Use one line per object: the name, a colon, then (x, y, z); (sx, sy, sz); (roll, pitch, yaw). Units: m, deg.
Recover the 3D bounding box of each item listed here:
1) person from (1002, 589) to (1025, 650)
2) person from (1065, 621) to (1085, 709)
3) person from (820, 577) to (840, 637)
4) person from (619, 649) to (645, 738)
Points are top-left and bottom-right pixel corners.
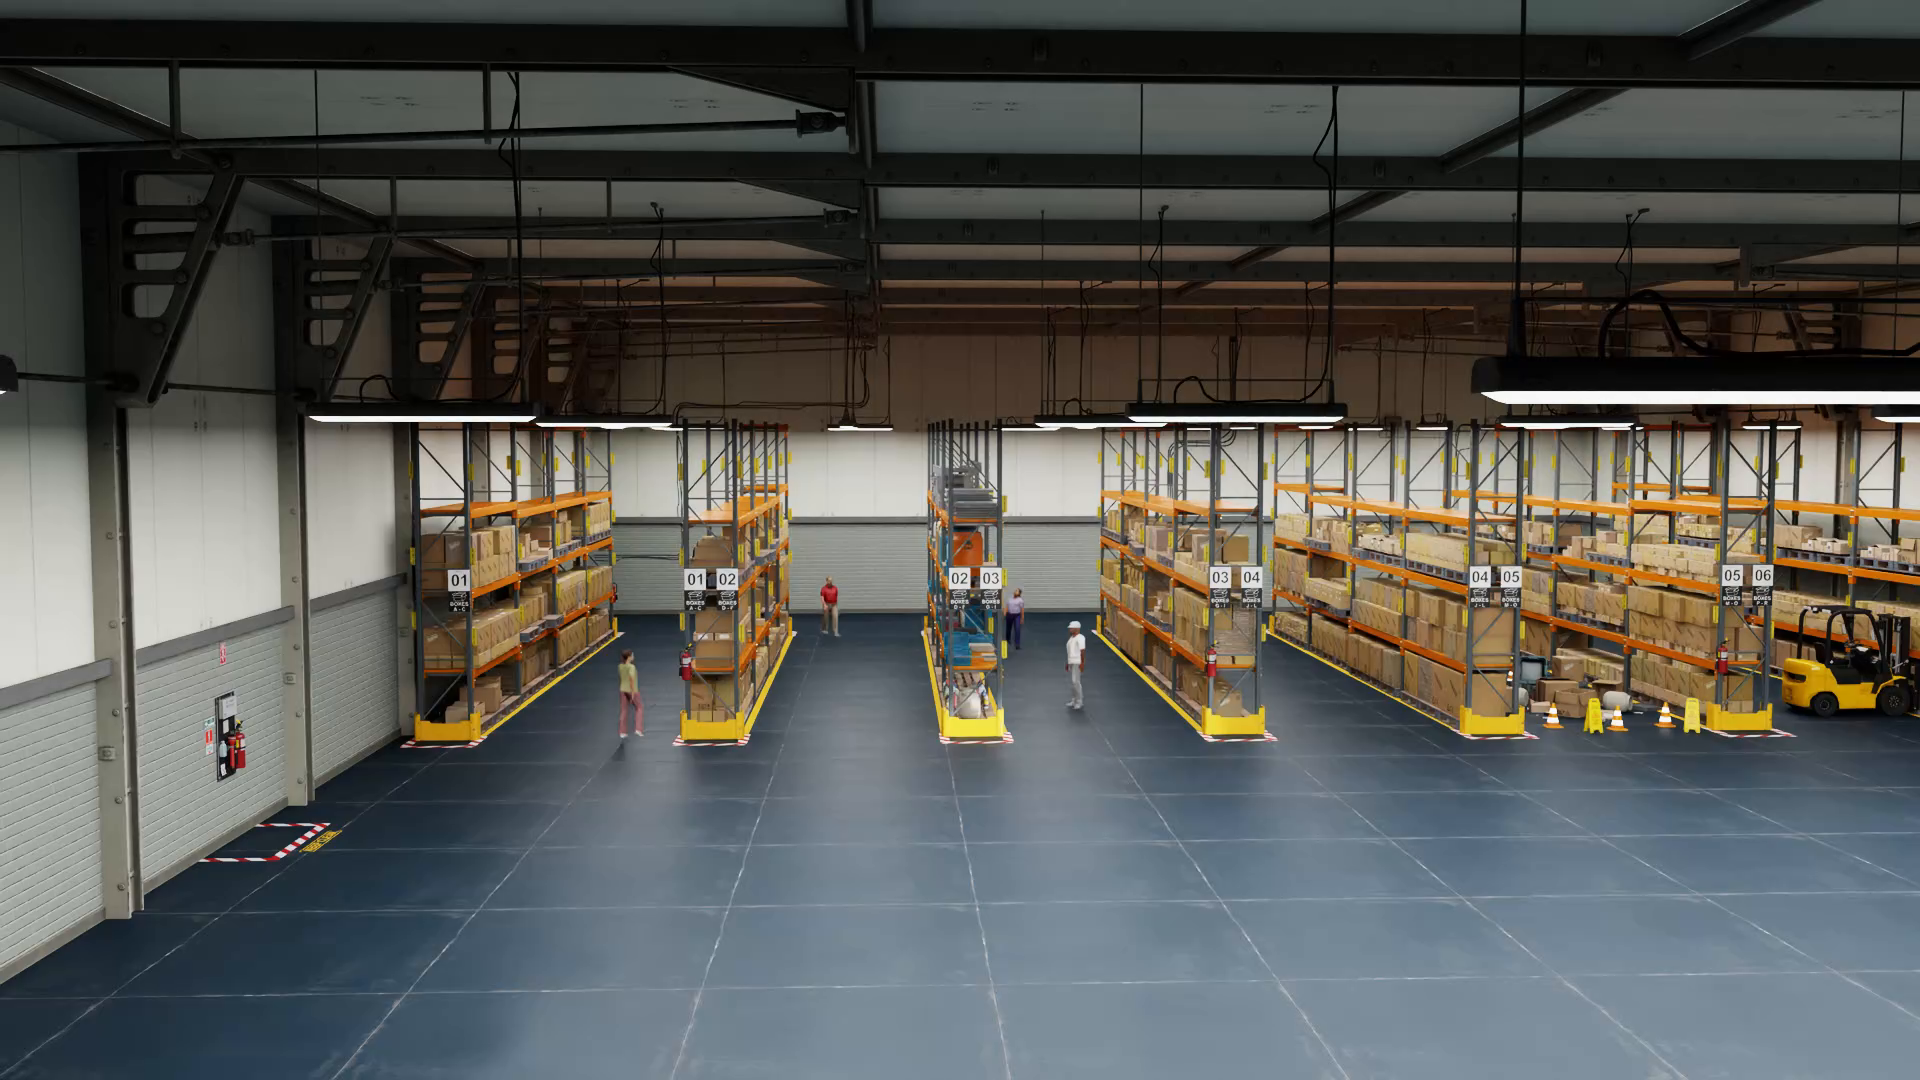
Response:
person: (1.382, 2.045, 43.214); (0.593, 1.552, 0.955); (0, 4, 0)
person: (2.409, 2.622, 34.903); (0.392, 1.825, 0.633); (-1, 4, -17)
person: (-3.670, 1.874, 46.839); (0.545, 1.659, 1.067); (-1, 4, -15)
person: (-6.219, 2.905, 31.284); (0.441, 1.727, 0.564); (2, 4, 25)
